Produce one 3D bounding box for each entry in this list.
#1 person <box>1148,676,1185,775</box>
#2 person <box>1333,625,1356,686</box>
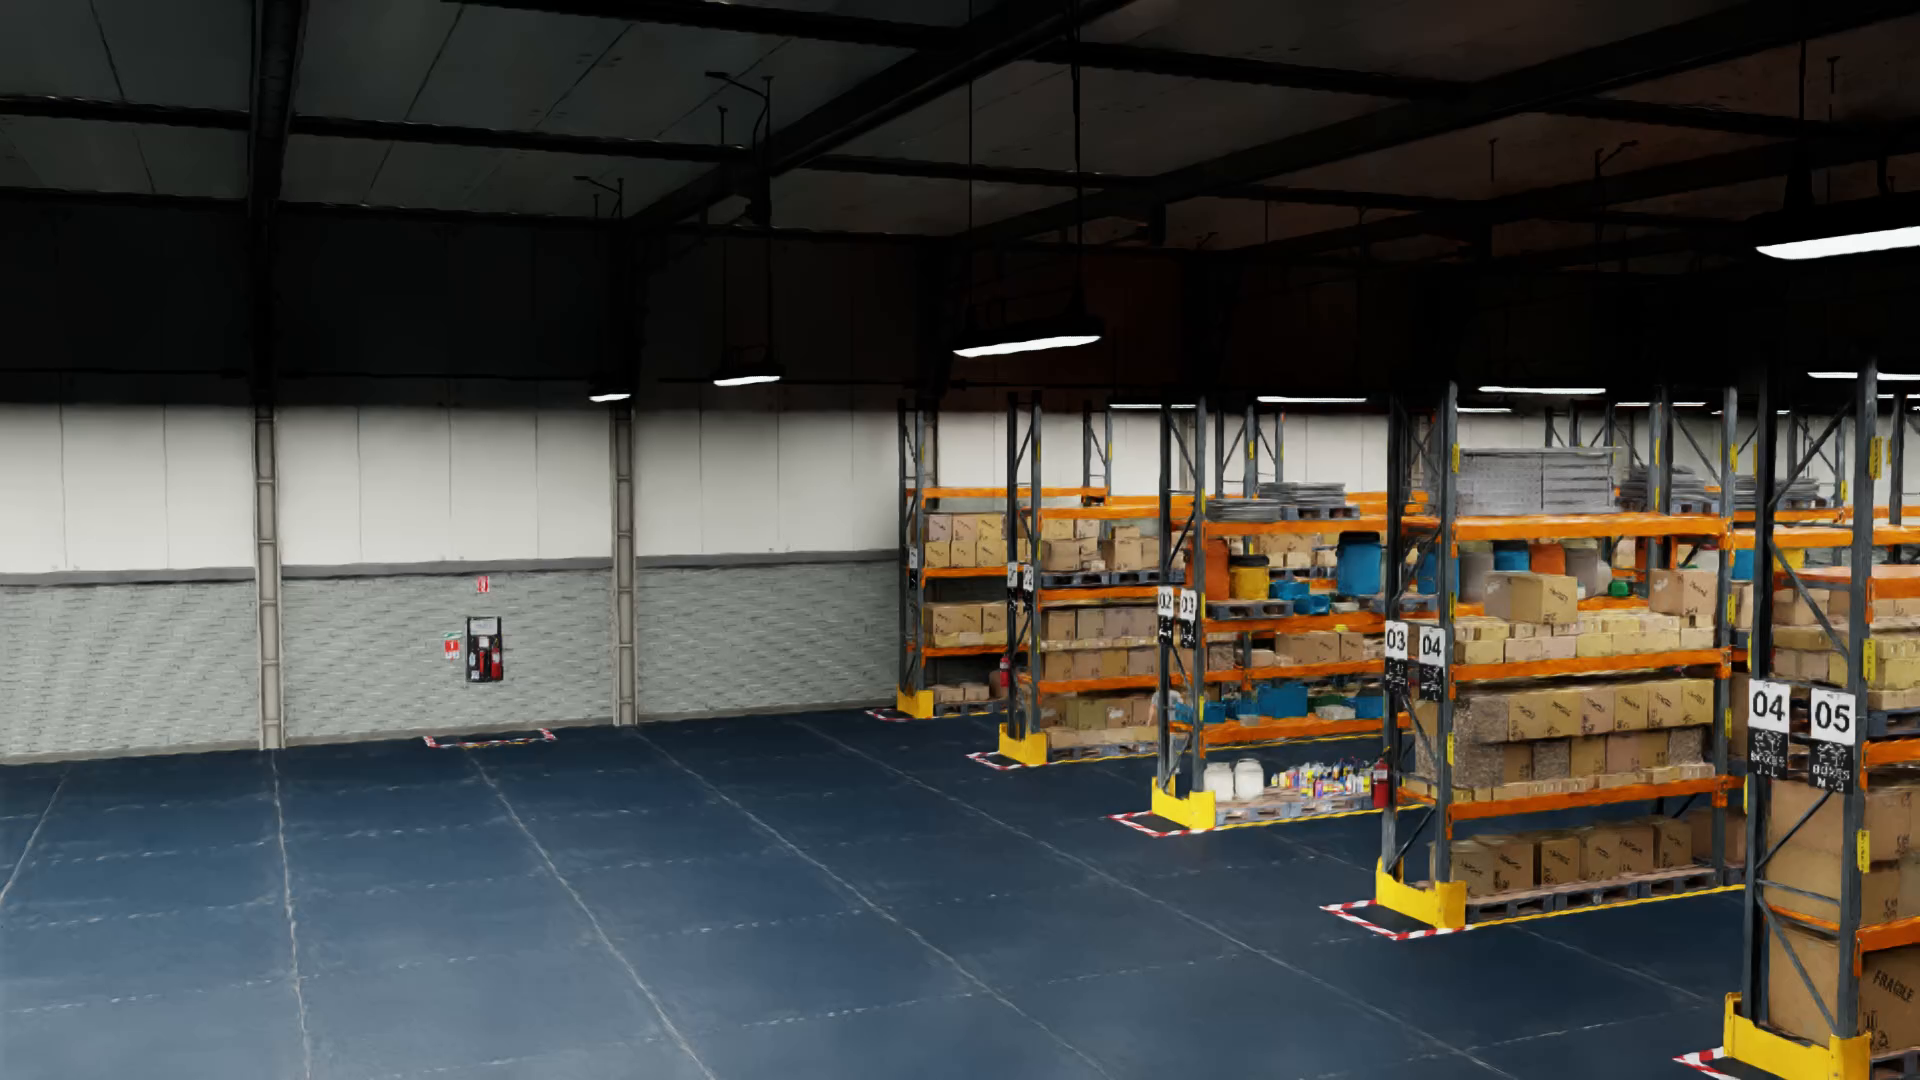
[{"bbox_3d":[3.220,2.854,25.604,0.770,1.615,0.601,-3,5,-44],"label":"person"},{"bbox_3d":[7.390,2.446,31.928,0.578,1.714,0.719,-1,4,-24],"label":"person"}]
